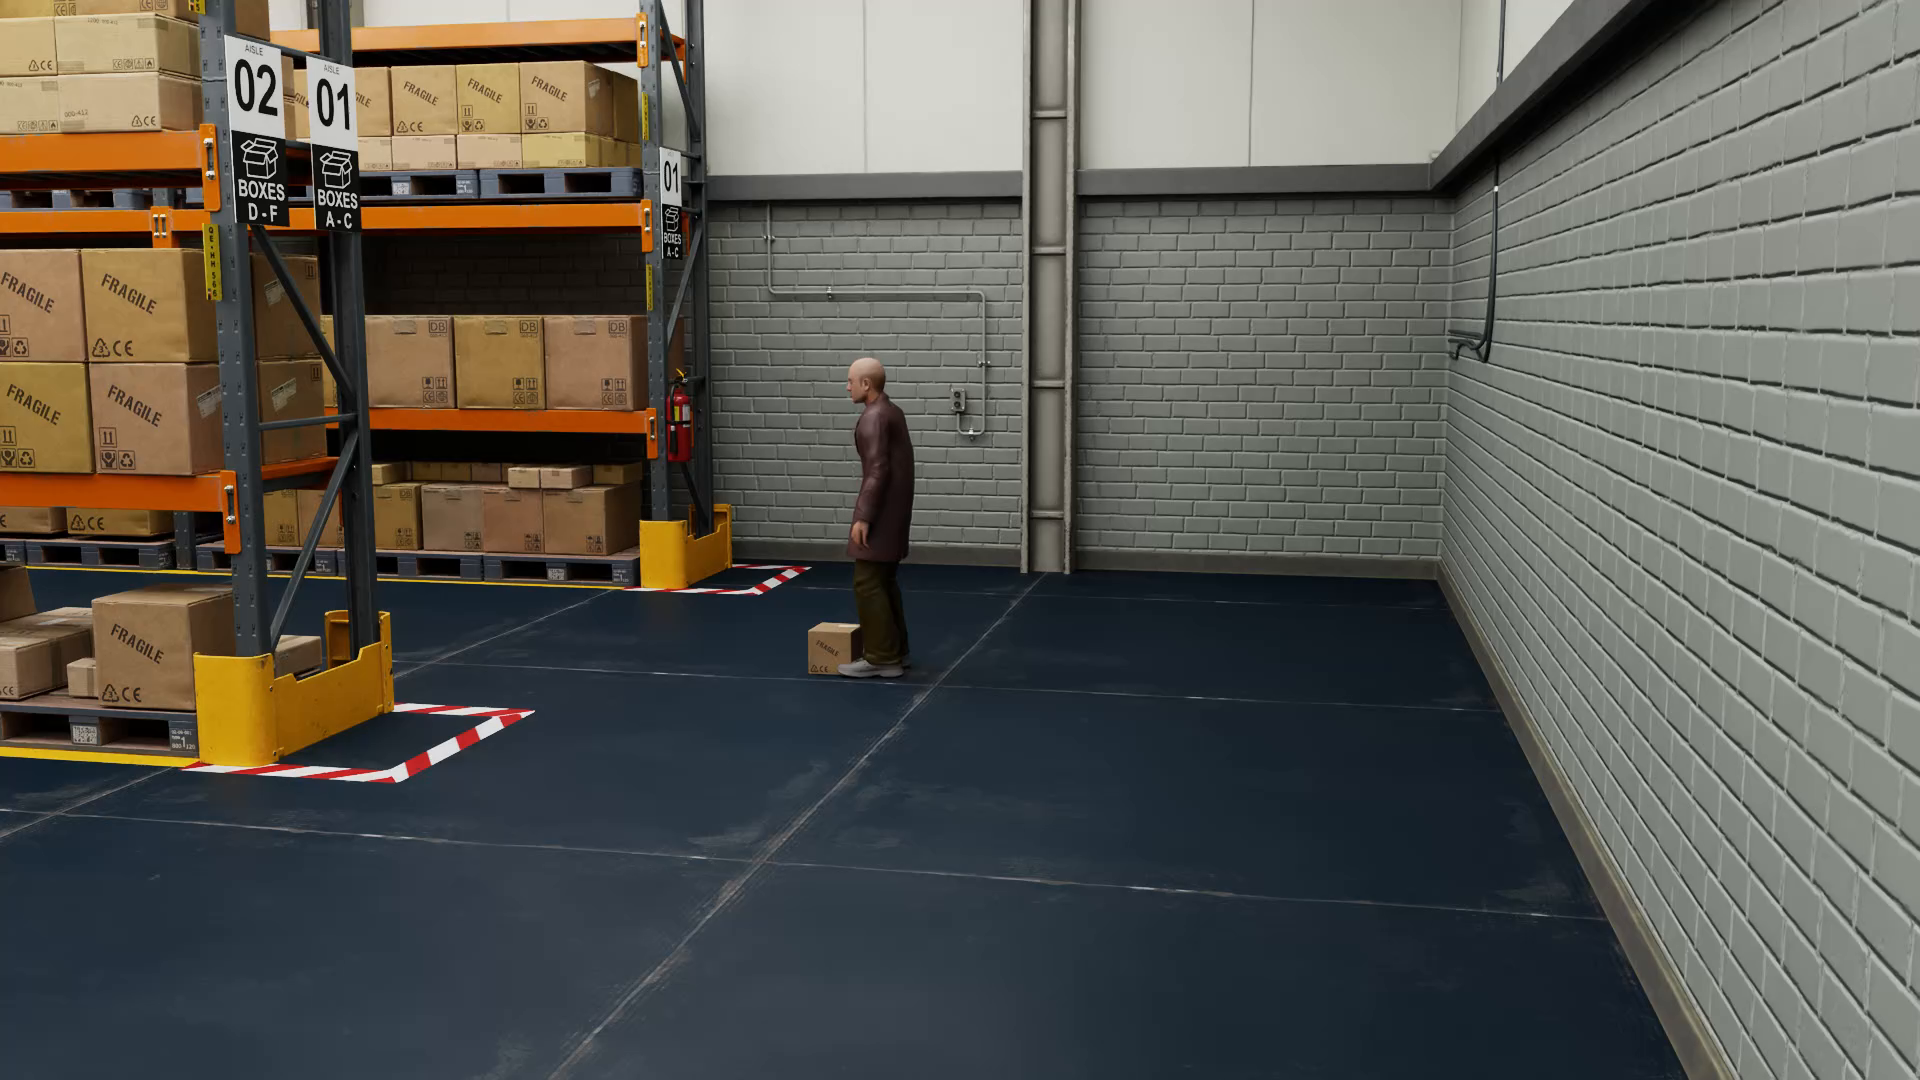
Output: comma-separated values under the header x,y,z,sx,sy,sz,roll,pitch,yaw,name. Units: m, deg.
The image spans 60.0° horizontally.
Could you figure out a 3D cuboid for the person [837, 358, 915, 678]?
x,y,z,sx,sy,sz,roll,pitch,yaw,name
-0.464,-0.129,9.301,0.420,1.774,0.654,1,8,8,person
